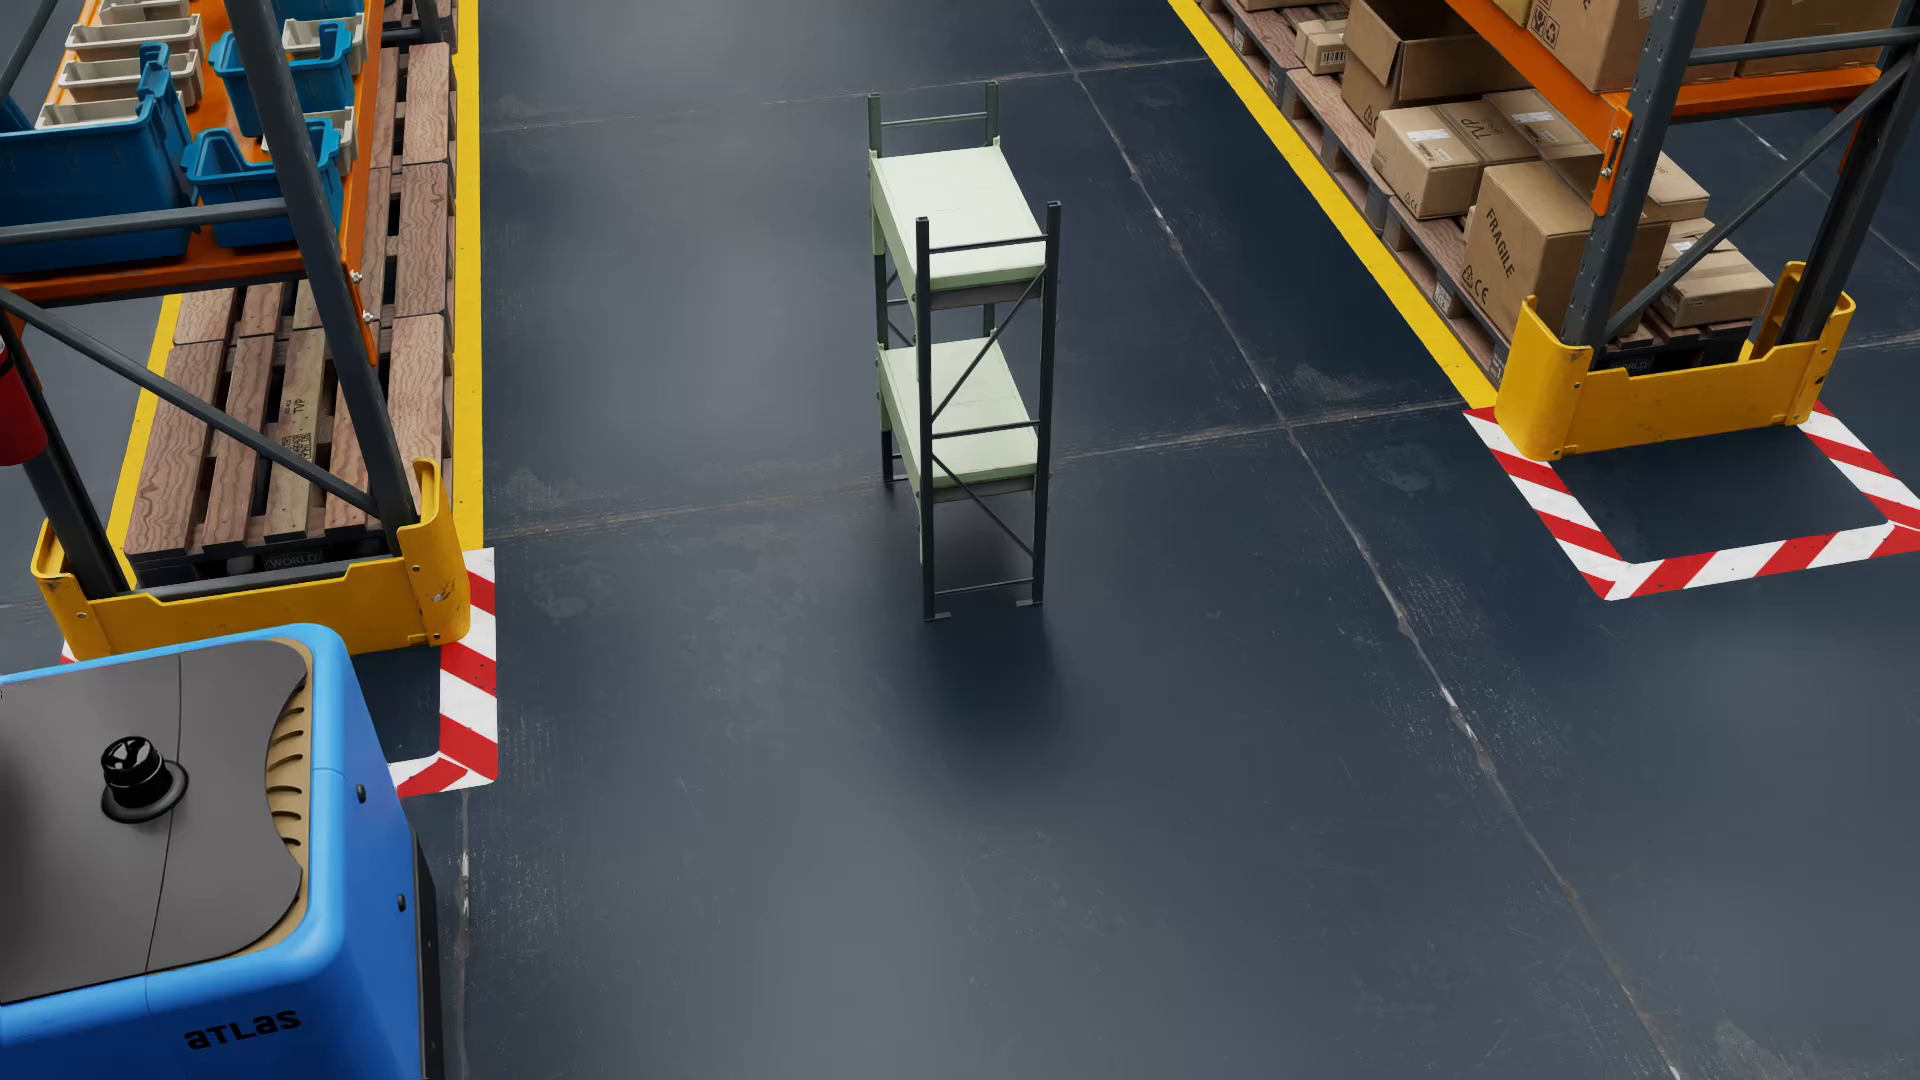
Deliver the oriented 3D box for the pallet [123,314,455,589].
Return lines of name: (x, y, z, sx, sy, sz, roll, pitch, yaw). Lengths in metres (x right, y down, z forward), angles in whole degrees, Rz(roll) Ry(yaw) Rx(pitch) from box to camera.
pallet: (-2.353, -0.335, 5.968, 1.003, 0.211, 1.213, -8, 42, -9)

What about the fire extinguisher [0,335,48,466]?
fire extinguisher: (-2.624, -0.506, 4.400, 0.296, 0.674, 0.183, -8, 42, -9)

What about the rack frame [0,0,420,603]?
rack frame: (-2.213, -0.837, 4.434, 1.000, 3.000, 0.127, -8, 42, -9)

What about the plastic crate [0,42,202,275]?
plastic crate: (-2.467, -1.063, 4.616, 0.616, 0.435, 0.499, -8, 42, -9)

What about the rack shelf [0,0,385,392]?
rack shelf: (-2.645, -1.865, 6.133, 1.077, 0.370, 4.000, -8, 42, -9)

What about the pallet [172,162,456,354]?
pallet: (-2.613, -1.124, 6.857, 1.003, 0.211, 1.213, -8, 42, -9)

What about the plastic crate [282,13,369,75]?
plastic crate: (-2.079, -1.628, 5.478, 0.250, 0.136, 0.298, -8, 42, -9)

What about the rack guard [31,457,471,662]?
rack guard: (-2.195, 0.111, 5.248, 1.175, 0.500, 0.348, -8, 42, -9)

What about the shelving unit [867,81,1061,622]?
shelving unit: (-0.001, -0.565, 5.257, 0.431, 1.500, 0.755, -8, 42, -9)

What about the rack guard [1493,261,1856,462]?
rack guard: (2.608, -0.659, 6.116, 1.175, 0.500, 0.348, -8, 42, -9)

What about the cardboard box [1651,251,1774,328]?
cardboard box: (2.870, -0.964, 6.392, 0.380, 0.149, 0.250, -8, 42, -9)

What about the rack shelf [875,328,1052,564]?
rack shelf: (-0.001, -0.321, 5.473, 0.431, 0.370, 0.720, -8, 42, -9)

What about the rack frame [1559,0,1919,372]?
rack frame: (2.625, -1.545, 5.231, 1.000, 3.000, 0.127, -8, 42, -9)

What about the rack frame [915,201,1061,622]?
rack frame: (0.078, -0.328, 4.990, 0.400, 1.500, 0.023, -8, 42, -9)

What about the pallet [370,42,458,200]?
pallet: (-2.880, -1.916, 7.750, 1.003, 0.211, 1.213, -8, 42, -9)

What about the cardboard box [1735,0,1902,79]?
cardboard box: (2.786, -1.907, 5.564, 0.500, 0.500, 0.500, -8, 42, -8)

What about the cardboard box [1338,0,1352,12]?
cardboard box: (2.161, -3.038, 8.465, 0.500, 0.500, 0.500, -8, 42, -9)

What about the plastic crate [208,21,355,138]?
plastic crate: (-2.087, -1.431, 5.183, 0.416, 0.233, 0.300, -8, 42, -9)

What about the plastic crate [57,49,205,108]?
plastic crate: (-2.614, -1.454, 5.282, 0.396, 0.136, 0.243, -8, 42, -9)

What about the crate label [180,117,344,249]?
crate label: (-1.945, -1.004, 4.703, 0.416, 0.233, 0.303, -8, 42, -9)

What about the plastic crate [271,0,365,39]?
plastic crate: (-2.229, -1.858, 5.664, 0.416, 0.233, 0.300, -8, 42, -9)

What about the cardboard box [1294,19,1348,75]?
cardboard box: (1.837, -2.380, 7.974, 0.380, 0.166, 0.250, -8, 42, -9)

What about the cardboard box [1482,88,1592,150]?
cardboard box: (2.568, -1.722, 7.170, 0.500, 0.250, 0.500, -8, 42, -9)

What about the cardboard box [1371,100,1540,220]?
cardboard box: (2.091, -1.618, 7.053, 0.500, 0.250, 0.500, -8, 42, -9)

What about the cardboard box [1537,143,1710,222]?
cardboard box: (2.676, -1.398, 6.805, 0.500, 0.250, 0.500, -8, 42, -9)

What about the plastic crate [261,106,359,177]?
plastic crate: (-1.933, -1.188, 4.982, 0.250, 0.136, 0.298, -8, 42, -9)

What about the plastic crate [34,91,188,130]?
plastic crate: (-2.566, -1.264, 5.068, 0.396, 0.136, 0.243, -8, 42, -9)

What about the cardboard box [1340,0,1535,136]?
cardboard box: (2.172, -2.151, 7.463, 0.797, 0.503, 0.637, -8, 42, -9)

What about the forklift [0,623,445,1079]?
forklift: (-2.786, 0.455, 3.029, 3.031, 2.935, 1.130, -10, 43, -11)

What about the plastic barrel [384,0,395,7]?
plastic barrel: (-3.177, -3.157, 8.312, 0.600, 0.901, 0.708, -8, 42, -9)

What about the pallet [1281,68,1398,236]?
pallet: (2.175, -1.857, 7.683, 1.003, 0.211, 1.213, -8, 42, -9)

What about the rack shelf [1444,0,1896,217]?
rack shelf: (2.193, -2.572, 6.930, 1.077, 0.370, 4.000, -8, 42, -9)

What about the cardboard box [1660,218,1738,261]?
cardboard box: (2.816, -1.132, 6.569, 0.380, 0.166, 0.250, -8, 42, -9)

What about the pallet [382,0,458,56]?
pallet: (-3.202, -2.893, 8.850, 1.003, 0.211, 1.213, -8, 42, -9)

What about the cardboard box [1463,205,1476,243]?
cardboard box: (2.267, -1.242, 6.693, 0.380, 0.166, 0.250, -8, 42, -9)

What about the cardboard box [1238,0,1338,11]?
cardboard box: (1.641, -2.993, 8.557, 0.500, 0.311, 0.500, -8, 42, -9)

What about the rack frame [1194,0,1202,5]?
rack frame: (1.761, -4.137, 8.151, 1.000, 3.000, 0.127, -8, 42, -9)

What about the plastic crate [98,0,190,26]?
plastic crate: (-2.780, -1.820, 5.694, 0.298, 0.136, 0.250, -8, 42, -9)

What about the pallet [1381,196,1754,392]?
pallet: (2.435, -1.068, 6.794, 1.003, 0.211, 1.213, -8, 42, -9)

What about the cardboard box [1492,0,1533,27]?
cardboard box: (2.147, -2.169, 5.859, 0.500, 0.500, 0.500, -8, 42, -9)

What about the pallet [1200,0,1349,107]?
pallet: (1.909, -2.649, 8.576, 1.003, 0.211, 1.213, -8, 42, -9)

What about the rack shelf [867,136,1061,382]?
rack shelf: (-0.001, -0.857, 4.998, 0.431, 0.370, 0.720, -8, 42, -9)

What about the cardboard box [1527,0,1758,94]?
cardboard box: (2.262, -1.833, 5.480, 0.500, 0.500, 0.500, -7, 42, -8)

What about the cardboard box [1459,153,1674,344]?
cardboard box: (2.267, -1.091, 6.272, 0.500, 0.500, 0.500, -8, 42, -9)

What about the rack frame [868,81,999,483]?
rack frame: (-0.080, -0.802, 5.524, 0.400, 1.500, 0.023, -8, 42, -9)

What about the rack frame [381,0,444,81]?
rack frame: (-3.076, -3.430, 7.355, 1.000, 3.000, 0.127, -8, 42, -9)

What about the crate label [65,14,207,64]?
crate label: (-2.698, -1.631, 5.481, 0.396, 0.136, 0.243, -8, 42, -9)
